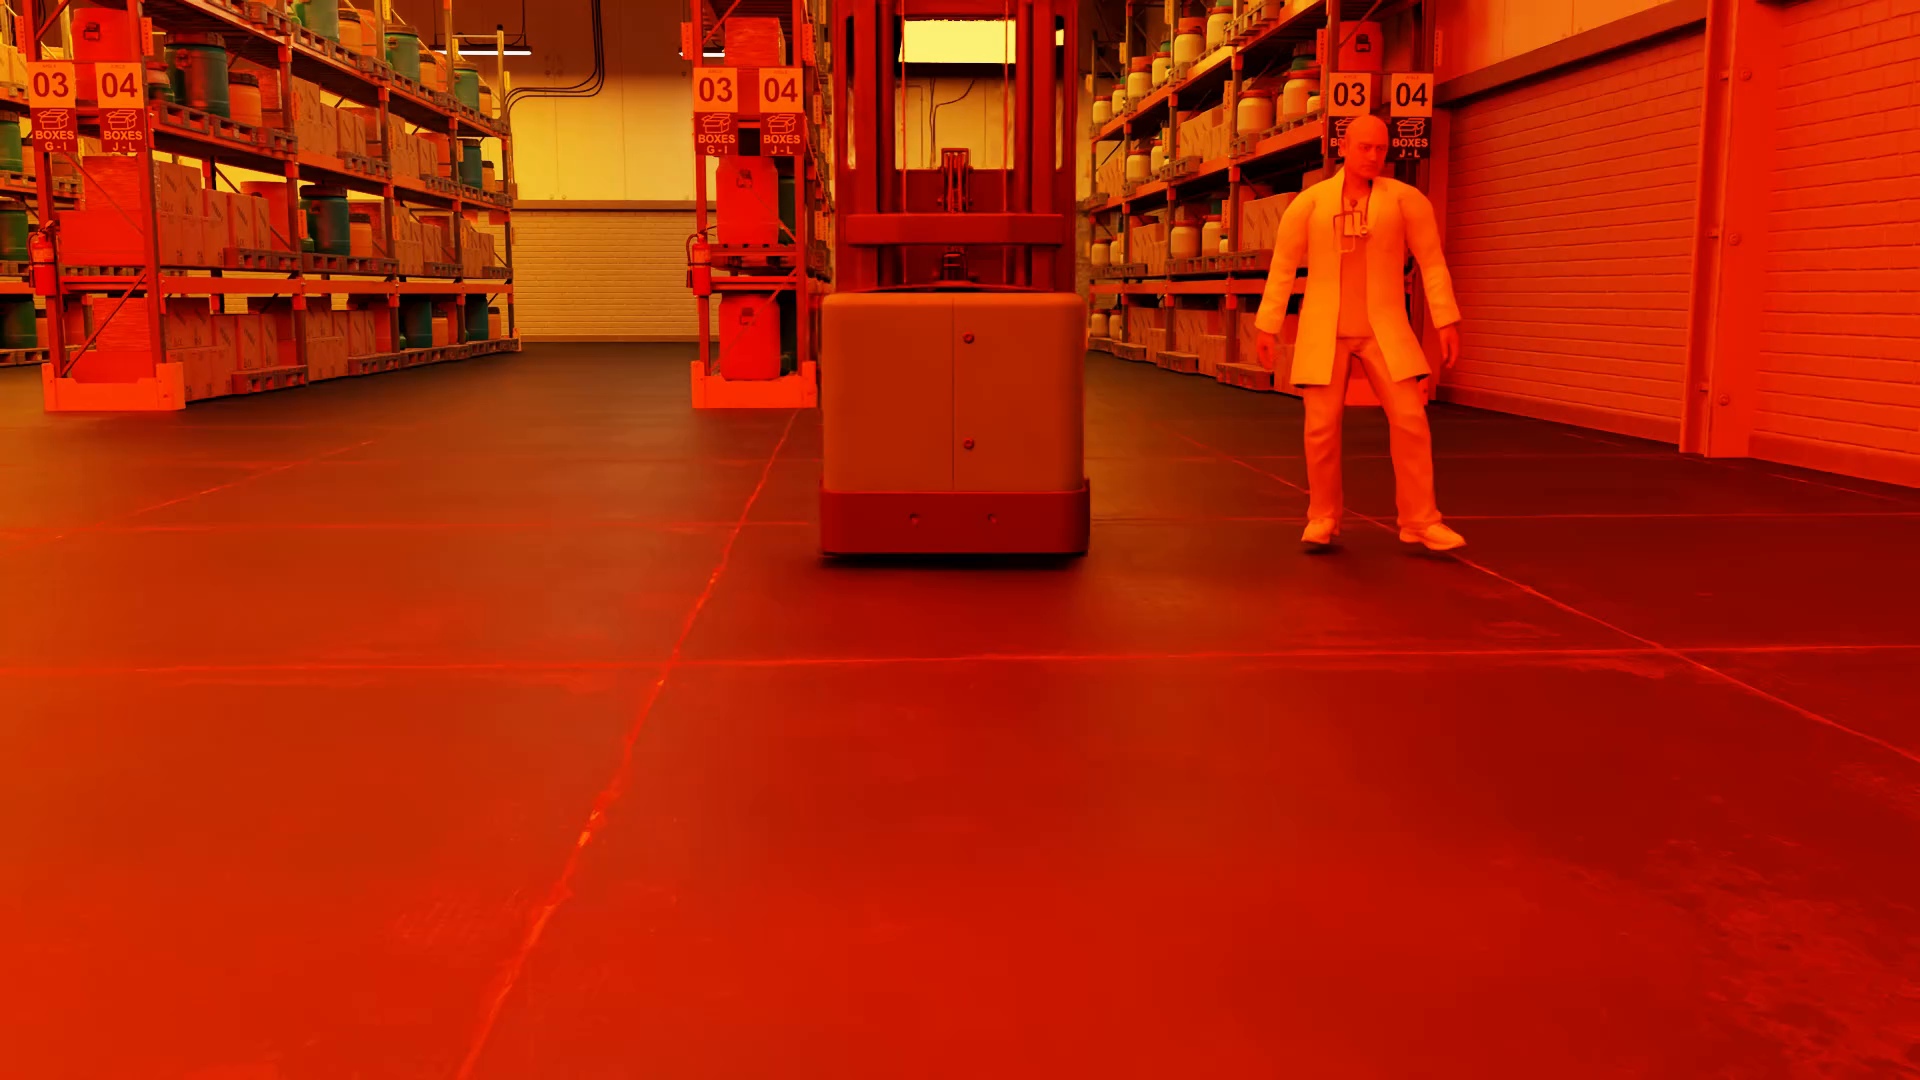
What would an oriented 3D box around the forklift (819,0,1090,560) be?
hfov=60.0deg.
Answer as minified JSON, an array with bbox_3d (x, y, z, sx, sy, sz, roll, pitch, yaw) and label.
[{"bbox_3d":[-0.020,-1.549,7.766,1.130,2.935,3.031,0,8,0],"label":"forklift"}]

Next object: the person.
[{"bbox_3d":[1.657,-0.852,6.865,0.885,1.746,0.425,2,9,13],"label":"person"}]
